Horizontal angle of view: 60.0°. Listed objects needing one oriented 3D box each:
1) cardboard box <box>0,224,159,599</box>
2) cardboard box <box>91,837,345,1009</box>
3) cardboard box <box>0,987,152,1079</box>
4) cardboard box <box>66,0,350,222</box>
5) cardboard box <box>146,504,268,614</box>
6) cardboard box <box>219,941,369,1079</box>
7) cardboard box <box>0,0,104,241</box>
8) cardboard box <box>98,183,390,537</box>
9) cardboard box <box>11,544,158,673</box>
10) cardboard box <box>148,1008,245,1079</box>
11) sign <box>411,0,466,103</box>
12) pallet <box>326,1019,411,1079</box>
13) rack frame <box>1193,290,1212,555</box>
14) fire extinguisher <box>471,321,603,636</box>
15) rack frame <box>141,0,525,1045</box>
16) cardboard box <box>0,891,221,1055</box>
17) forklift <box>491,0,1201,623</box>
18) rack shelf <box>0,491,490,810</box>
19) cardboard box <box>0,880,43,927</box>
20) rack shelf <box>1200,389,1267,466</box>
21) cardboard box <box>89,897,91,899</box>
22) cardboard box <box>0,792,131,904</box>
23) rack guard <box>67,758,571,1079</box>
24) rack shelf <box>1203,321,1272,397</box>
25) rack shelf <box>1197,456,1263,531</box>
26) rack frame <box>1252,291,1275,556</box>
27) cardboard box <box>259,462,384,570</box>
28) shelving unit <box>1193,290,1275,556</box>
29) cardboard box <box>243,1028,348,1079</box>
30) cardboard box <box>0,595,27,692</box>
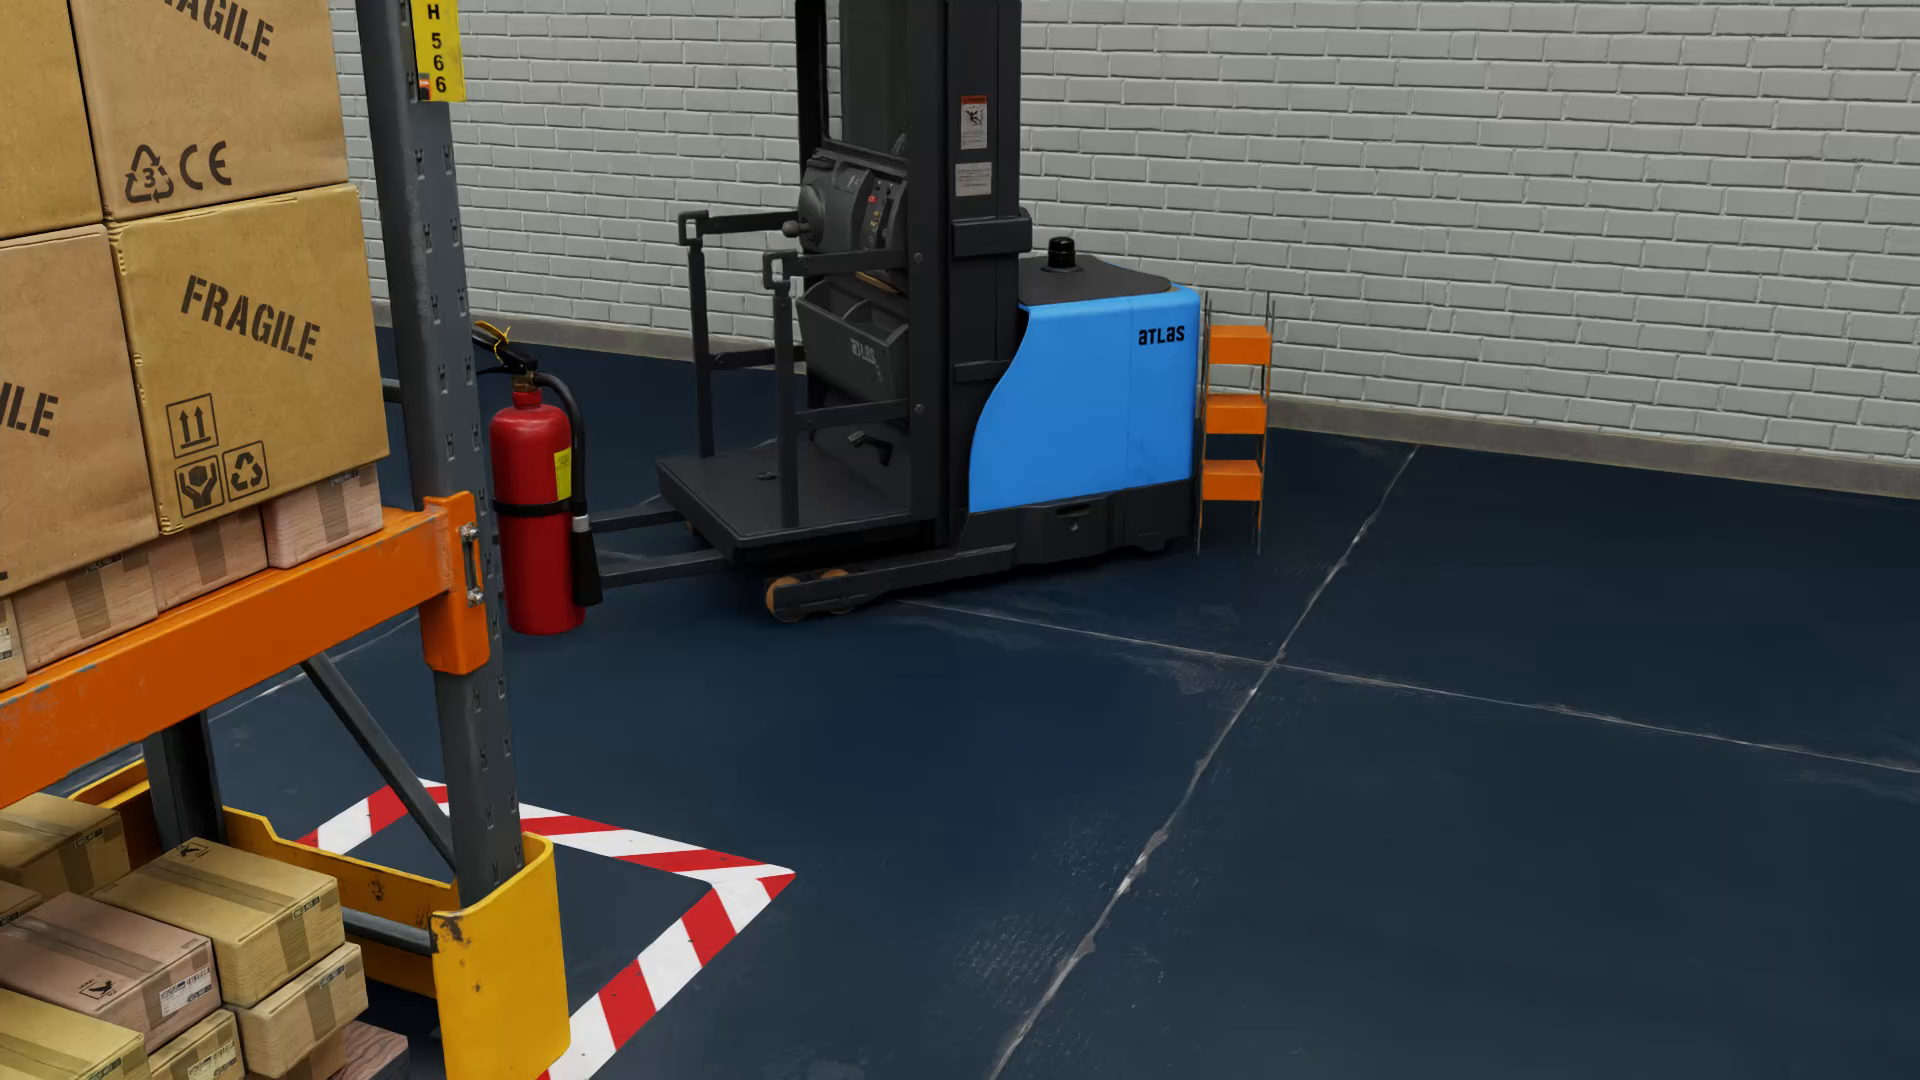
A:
[{"bbox_3d":[-1.598,-0.193,2.441,0.500,0.500,0.500,8,21,22],"label":"cardboard box"},{"bbox_3d":[-1.418,0.727,3.189,0.380,0.149,0.250,9,21,23],"label":"cardboard box"},{"bbox_3d":[-1.564,0.892,2.723,0.380,0.149,0.250,8,21,21],"label":"cardboard box"},{"bbox_3d":[-1.393,-0.819,2.711,0.500,0.500,0.500,8,21,22],"label":"cardboard box"},{"bbox_3d":[-1.445,-0.007,2.888,0.380,0.149,0.250,9,21,23],"label":"cardboard box"},{"bbox_3d":[-1.389,0.871,3.228,0.380,0.149,0.250,8,21,21],"label":"cardboard box"},{"bbox_3d":[-1.601,-0.664,2.275,0.500,0.500,0.500,8,21,21],"label":"cardboard box"},{"bbox_3d":[-1.382,-0.350,2.882,0.500,0.500,0.500,9,21,24],"label":"cardboard box"},{"bbox_3d":[-1.533,0.071,2.666,0.380,0.149,0.250,8,21,22],"label":"cardboard box"},{"bbox_3d":[-1.545,0.943,3.024,0.380,0.149,0.250,8,21,21],"label":"cardboard box"},{"bbox_3d":[-0.935,-0.947,2.956,0.100,0.325,0.005,9,21,23],"label":"sign"},{"bbox_3d":[-1.829,1.246,3.151,1.003,0.211,1.213,9,21,23],"label":"pallet"},{"bbox_3d":[0.979,-0.468,6.717,0.008,1.050,0.200,1,20,3],"label":"rack frame"},{"bbox_3d":[-0.909,-0.136,3.548,0.296,0.674,0.183,9,21,23],"label":"fire extinguisher"},{"bbox_3d":[-1.433,-0.335,3.434,1.000,3.000,0.127,9,21,23],"label":"rack frame"},{"bbox_3d":[-1.574,0.796,2.995,0.380,0.149,0.250,9,21,24],"label":"cardboard box"},{"bbox_3d":[-0.593,-1.277,6.186,3.031,2.935,1.130,-9,22,-24],"label":"forklift"},{"bbox_3d":[-2.252,0.615,1.835,1.077,0.370,4.000,9,21,23],"label":"rack shelf"},{"bbox_3d":[-1.960,0.744,3.139,0.380,0.149,0.250,9,21,24],"label":"cardboard box"},{"bbox_3d":[1.101,-0.455,6.714,0.240,0.259,0.215,1,20,3],"label":"rack shelf"},{"bbox_3d":[-1.882,0.795,3.440,0.380,0.149,0.250,10,22,25],"label":"cardboard box"},{"bbox_3d":[-1.957,0.644,3.422,0.380,0.149,0.250,8,21,20],"label":"cardboard box"},{"bbox_3d":[-1.464,0.866,3.788,1.175,0.500,0.348,9,21,23],"label":"rack guard"},{"bbox_3d":[1.101,-0.723,6.619,0.240,0.259,0.215,1,20,3],"label":"rack shelf"},{"bbox_3d":[1.101,-0.194,6.807,0.240,0.259,0.215,1,20,3],"label":"rack shelf"},{"bbox_3d":[1.223,-0.463,6.704,0.008,1.050,0.200,1,20,3],"label":"rack frame"},{"bbox_3d":[-1.308,-0.078,3.087,0.380,0.149,0.250,9,21,23],"label":"cardboard box"},{"bbox_3d":[1.101,-0.465,6.711,0.252,1.050,0.215,1,20,3],"label":"shelving unit"},{"bbox_3d":[-1.458,1.000,3.308,0.380,0.149,0.250,9,21,24],"label":"cardboard box"},{"bbox_3d":[-1.617,0.153,2.438,0.380,0.149,0.250,9,22,24],"label":"cardboard box"}]
